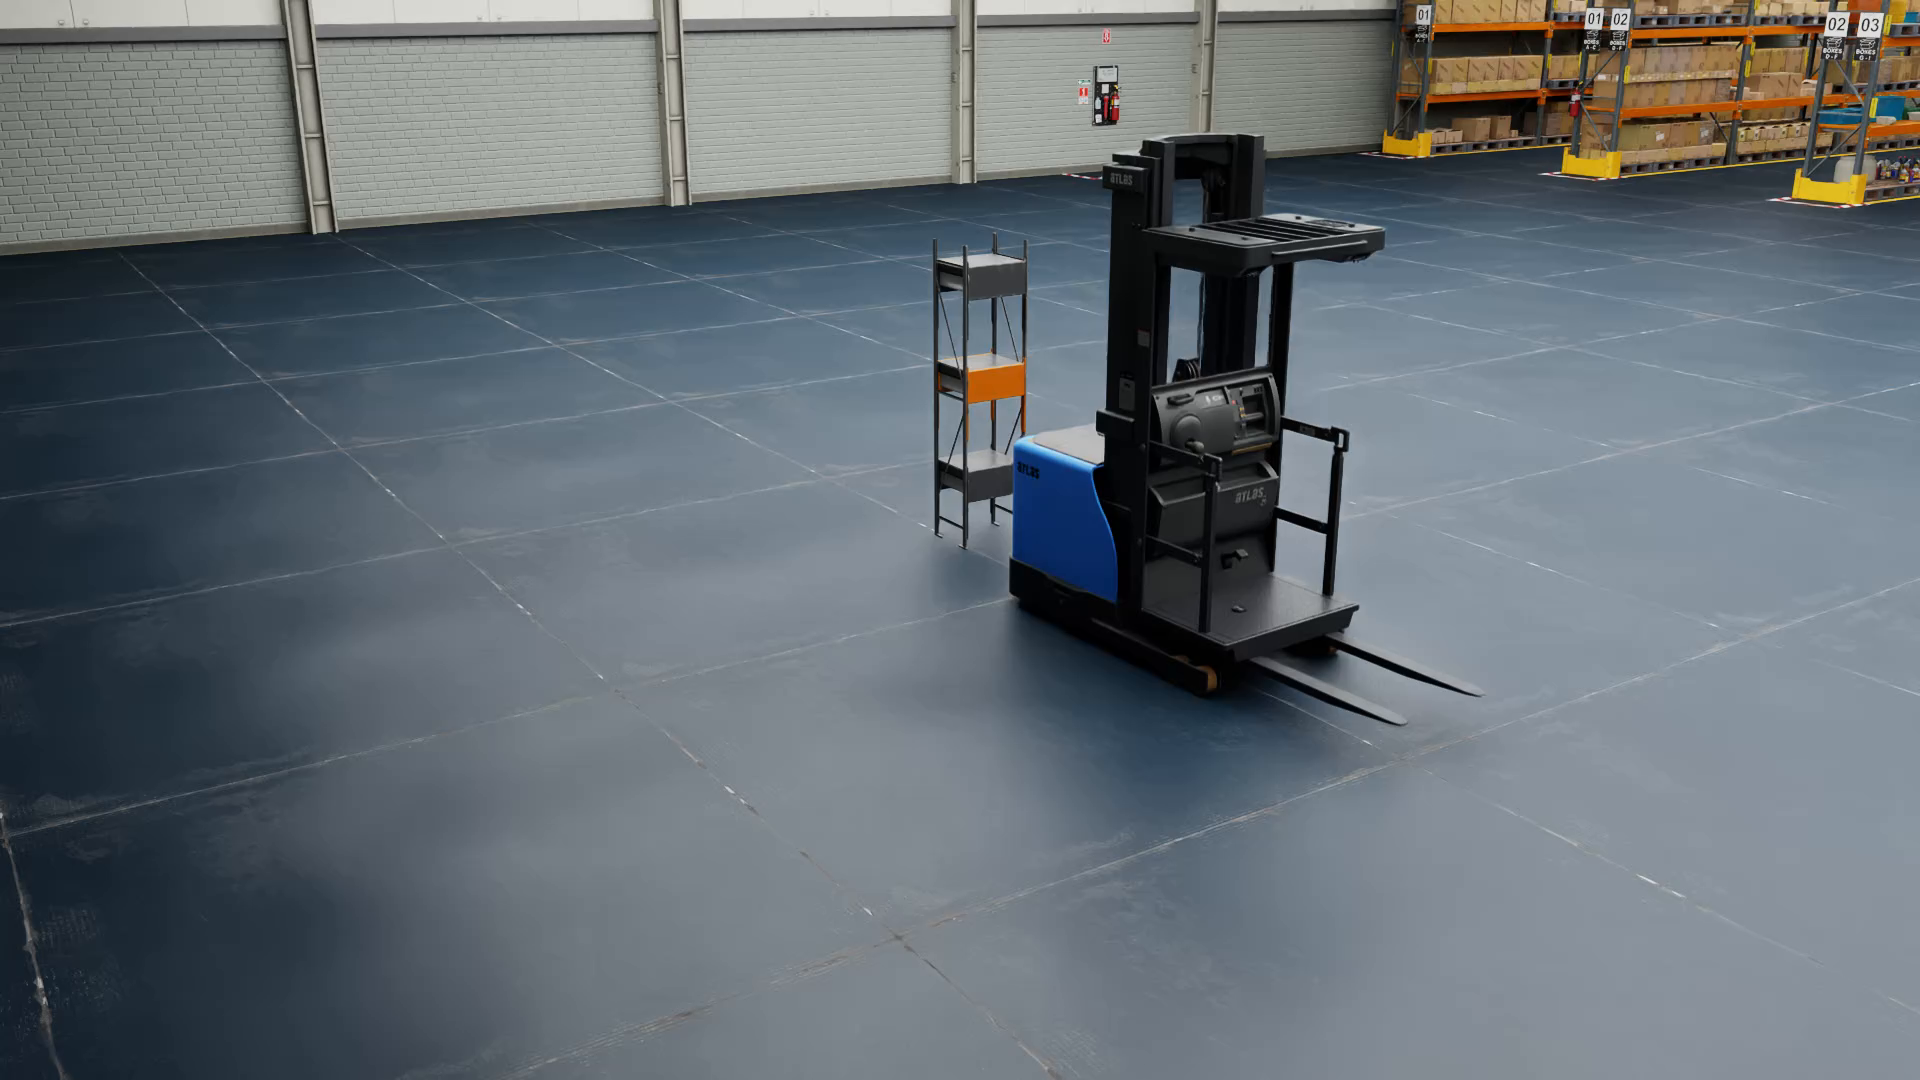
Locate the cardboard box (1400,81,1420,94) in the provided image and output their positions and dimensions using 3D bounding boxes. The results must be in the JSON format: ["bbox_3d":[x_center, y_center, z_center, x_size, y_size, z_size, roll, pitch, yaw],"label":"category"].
[{"bbox_3d":[10.271,-10.182,37.383,0.500,0.250,0.500,-12,22,-31],"label":"cardboard box"}]

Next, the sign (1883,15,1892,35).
[{"bbox_3d":[15.735,-8.737,28.208,0.005,0.325,0.100,-12,22,-31],"label":"sign"}]

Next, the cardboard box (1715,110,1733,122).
[{"bbox_3d":[19.538,-11.255,43.053,0.750,0.750,0.750,-12,22,-31],"label":"cardboard box"}]

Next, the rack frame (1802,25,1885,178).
[{"bbox_3d":[15.436,-7.460,29.127,0.127,3.000,1.000,-12,22,-31],"label":"rack frame"}]

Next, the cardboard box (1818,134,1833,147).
[{"bbox_3d":[19.091,-8.933,37.122,0.500,0.250,0.500,-11,22,-30],"label":"cardboard box"}]

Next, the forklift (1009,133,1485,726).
[{"bbox_3d":[1.585,-0.706,9.257,1.130,2.935,3.031,-13,23,-34],"label":"forklift"}]

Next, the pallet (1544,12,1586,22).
[{"bbox_3d":[13.902,-12.227,38.837,1.003,0.211,1.213,-12,22,-31],"label":"pallet"}]

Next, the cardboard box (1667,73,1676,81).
[{"bbox_3d":[14.236,-9.379,33.635,0.250,0.149,0.380,-12,22,-32],"label":"cardboard box"}]

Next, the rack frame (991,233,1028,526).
[{"bbox_3d":[0.342,-1.067,11.622,0.015,2.100,0.400,-12,22,-31],"label":"rack frame"}]

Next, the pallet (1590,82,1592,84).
[{"bbox_3d":[16.132,-11.274,40.709,1.003,0.211,1.213,-12,22,-31],"label":"pallet"}]

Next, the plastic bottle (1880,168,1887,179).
[{"bbox_3d":[17.155,-6.815,30.901,0.097,0.201,0.097,0,19,0],"label":"plastic bottle"}]

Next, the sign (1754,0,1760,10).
[{"bbox_3d":[16.362,-11.045,34.118,0.005,0.325,0.100,-12,22,-31],"label":"sign"}]

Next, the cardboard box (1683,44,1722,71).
[{"bbox_3d":[15.267,-9.983,34.408,0.500,0.500,0.700,-12,22,-32],"label":"cardboard box"}]

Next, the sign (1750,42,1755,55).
[{"bbox_3d":[20.316,-12.591,42.621,0.005,0.325,0.100,-12,22,-31],"label":"sign"}]

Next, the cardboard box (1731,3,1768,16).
[{"bbox_3d":[16.576,-11.145,34.922,0.500,0.250,0.500,-9,21,-26],"label":"cardboard box"}]

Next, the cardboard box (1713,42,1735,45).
[{"bbox_3d":[19.328,-12.538,42.326,0.500,0.250,0.500,-11,22,-30],"label":"cardboard box"}]

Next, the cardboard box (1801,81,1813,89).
[{"bbox_3d":[18.543,-10.047,36.918,0.500,0.311,0.500,-12,22,-32],"label":"cardboard box"}]

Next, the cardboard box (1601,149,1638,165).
[{"bbox_3d":[13.285,-7.717,33.525,0.500,0.250,0.500,-12,22,-31],"label":"cardboard box"}]

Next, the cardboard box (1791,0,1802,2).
[{"bbox_3d":[21.590,-14.049,43.357,0.500,0.250,0.500,-13,22,-33],"label":"cardboard box"}]

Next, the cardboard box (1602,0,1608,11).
[{"bbox_3d":[15.535,-12.795,40.031,0.637,0.503,0.797,-9,20,-24],"label":"cardboard box"}]

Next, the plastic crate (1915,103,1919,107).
[{"bbox_3d":[18.270,-8.077,31.049,0.504,0.338,0.767,-12,22,-31],"label":"plastic crate"}]

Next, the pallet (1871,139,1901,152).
[{"bbox_3d":[21.059,-9.209,38.654,1.213,0.211,1.003,-12,22,-31],"label":"pallet"}]

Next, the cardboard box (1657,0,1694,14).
[{"bbox_3d":[14.252,-10.738,33.111,0.500,0.500,0.500,-12,22,-31],"label":"cardboard box"}]

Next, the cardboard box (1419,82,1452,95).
[{"bbox_3d":[10.570,-10.049,36.989,0.500,0.250,0.500,-13,22,-33],"label":"cardboard box"}]

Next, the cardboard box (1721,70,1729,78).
[{"bbox_3d":[15.739,-9.696,34.574,0.250,0.149,0.380,-12,22,-33],"label":"cardboard box"}]

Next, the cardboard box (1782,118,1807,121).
[{"bbox_3d":[18.798,-9.343,37.459,0.500,0.311,0.500,-11,22,-30],"label":"cardboard box"}]

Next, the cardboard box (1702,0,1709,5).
[{"bbox_3d":[15.039,-11.021,34.241,0.500,0.311,0.500,-13,23,-34],"label":"cardboard box"}]

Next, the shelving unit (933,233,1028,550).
[{"bbox_3d":[0.138,-1.024,11.495,0.503,2.100,0.431,-12,22,-31],"label":"shelving unit"}]

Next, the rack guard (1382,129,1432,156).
[{"bbox_3d":[10.051,-8.939,37.405,0.348,0.500,1.175,-12,22,-31],"label":"rack guard"}]

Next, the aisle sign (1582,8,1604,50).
[{"bbox_3d":[12.499,-10.084,32.830,0.004,0.787,0.394,-12,22,-31],"label":"aisle sign"}]

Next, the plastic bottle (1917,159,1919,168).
[{"bbox_3d":[18.270,-7.142,31.758,0.097,0.271,0.097,0,19,0],"label":"plastic bottle"}]

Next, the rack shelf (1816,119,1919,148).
[{"bbox_3d":[17.107,-7.471,30.284,4.000,0.370,1.077,-12,22,-31],"label":"rack shelf"}]

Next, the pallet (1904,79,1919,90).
[{"bbox_3d":[22.010,-10.697,39.001,1.213,0.211,1.003,-12,22,-31],"label":"pallet"}]

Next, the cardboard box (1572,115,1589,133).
[{"bbox_3d":[14.786,-10.156,40.319,0.500,0.500,0.700,-12,22,-31],"label":"cardboard box"}]

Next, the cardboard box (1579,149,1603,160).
[{"bbox_3d":[13.001,-7.855,33.934,0.500,0.250,0.500,-12,22,-31],"label":"cardboard box"}]

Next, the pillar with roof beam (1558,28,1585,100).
[{"bbox_3d":[17.475,-13.212,36.774,0.400,9.000,9.100,-12,22,-31],"label":"pillar with roof beam"}]

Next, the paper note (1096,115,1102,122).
[{"bbox_3d":[2.815,-8.553,33.735,0.142,0.148,0.016,-12,22,-31],"label":"paper note"}]

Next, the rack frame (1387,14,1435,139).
[{"bbox_3d":[9.988,-10.110,36.965,0.127,3.000,1.000,-12,22,-31],"label":"rack frame"}]

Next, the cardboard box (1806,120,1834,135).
[{"bbox_3d":[19.095,-9.198,37.032,0.500,0.311,0.500,-11,22,-30],"label":"cardboard box"}]

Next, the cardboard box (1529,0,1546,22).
[{"bbox_3d":[13.040,-12.137,38.090,0.500,0.500,0.500,-11,22,-30],"label":"cardboard box"}]

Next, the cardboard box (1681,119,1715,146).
[{"bbox_3d":[15.365,-8.517,34.719,0.500,0.500,0.500,-12,22,-31],"label":"cardboard box"}]

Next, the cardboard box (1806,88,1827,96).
[{"bbox_3d":[18.797,-9.843,36.569,0.250,0.149,0.380,-12,22,-31],"label":"cardboard box"}]

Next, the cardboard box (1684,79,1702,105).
[{"bbox_3d":[14.831,-9.276,34.342,0.500,0.500,0.700,-12,22,-31],"label":"cardboard box"}]

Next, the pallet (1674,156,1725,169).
[{"bbox_3d":[15.369,-8.040,35.197,1.213,0.211,1.003,-12,22,-31],"label":"pallet"}]

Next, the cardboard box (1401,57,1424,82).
[{"bbox_3d":[10.264,-10.543,37.280,0.500,0.500,0.500,-12,22,-32],"label":"cardboard box"}]

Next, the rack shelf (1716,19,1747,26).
[{"bbox_3d":[18.339,-12.951,41.810,4.000,0.370,1.077,-12,22,-31],"label":"rack shelf"}]

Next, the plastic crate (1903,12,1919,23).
[{"bbox_3d":[16.863,-9.290,29.881,0.575,0.384,0.392,-12,22,-31],"label":"plastic crate"}]

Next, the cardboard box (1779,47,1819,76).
[{"bbox_3d":[22.328,-12.847,44.592,0.700,0.700,0.980,-12,22,-32],"label":"cardboard box"}]

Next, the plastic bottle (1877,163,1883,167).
[{"bbox_3d":[17.070,-6.880,30.978,0.135,0.276,0.152,-13,22,-33],"label":"plastic bottle"}]

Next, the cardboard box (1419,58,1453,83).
[{"bbox_3d":[10.552,-10.407,36.877,0.500,0.500,0.500,-12,22,-31],"label":"cardboard box"}]

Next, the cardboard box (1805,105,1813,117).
[{"bbox_3d":[22.821,-11.793,45.191,0.500,0.500,0.700,-12,22,-31],"label":"cardboard box"}]

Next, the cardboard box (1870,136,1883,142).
[{"bbox_3d":[20.790,-9.403,38.092,0.500,0.500,0.500,-12,22,-32],"label":"cardboard box"}]
